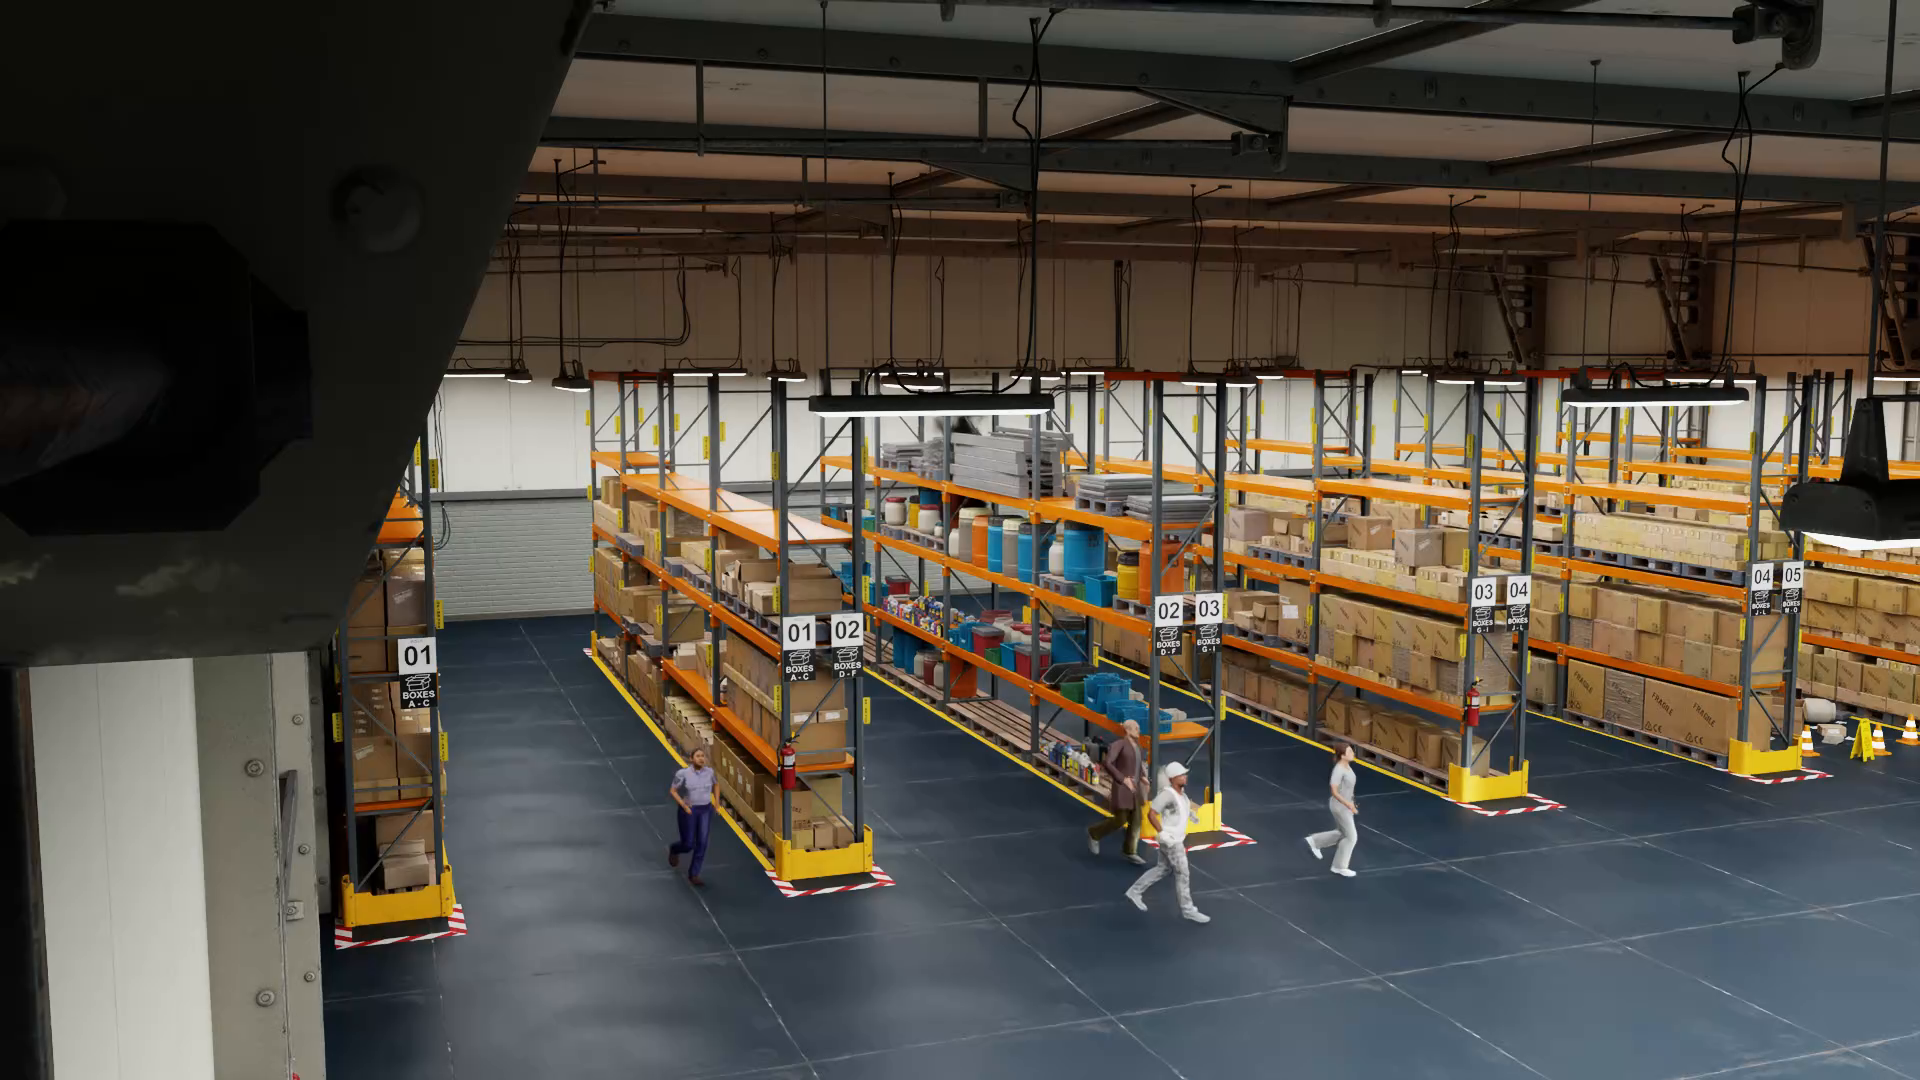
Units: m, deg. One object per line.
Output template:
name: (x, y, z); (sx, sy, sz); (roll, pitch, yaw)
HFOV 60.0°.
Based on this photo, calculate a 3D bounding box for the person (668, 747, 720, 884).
person: (-3.176, 3.309, 20.163); (0.644, 1.581, 0.705); (-4, 7, -29)

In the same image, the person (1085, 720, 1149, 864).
person: (2.095, 3.127, 20.973); (0.862, 1.740, 0.770); (5, 8, 38)

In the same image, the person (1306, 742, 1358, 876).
person: (4.558, 3.267, 20.309); (0.637, 1.655, 0.573); (3, 7, 22)

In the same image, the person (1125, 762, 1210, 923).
person: (2.330, 3.340, 18.589); (0.956, 1.776, 0.673); (1, 7, 11)
